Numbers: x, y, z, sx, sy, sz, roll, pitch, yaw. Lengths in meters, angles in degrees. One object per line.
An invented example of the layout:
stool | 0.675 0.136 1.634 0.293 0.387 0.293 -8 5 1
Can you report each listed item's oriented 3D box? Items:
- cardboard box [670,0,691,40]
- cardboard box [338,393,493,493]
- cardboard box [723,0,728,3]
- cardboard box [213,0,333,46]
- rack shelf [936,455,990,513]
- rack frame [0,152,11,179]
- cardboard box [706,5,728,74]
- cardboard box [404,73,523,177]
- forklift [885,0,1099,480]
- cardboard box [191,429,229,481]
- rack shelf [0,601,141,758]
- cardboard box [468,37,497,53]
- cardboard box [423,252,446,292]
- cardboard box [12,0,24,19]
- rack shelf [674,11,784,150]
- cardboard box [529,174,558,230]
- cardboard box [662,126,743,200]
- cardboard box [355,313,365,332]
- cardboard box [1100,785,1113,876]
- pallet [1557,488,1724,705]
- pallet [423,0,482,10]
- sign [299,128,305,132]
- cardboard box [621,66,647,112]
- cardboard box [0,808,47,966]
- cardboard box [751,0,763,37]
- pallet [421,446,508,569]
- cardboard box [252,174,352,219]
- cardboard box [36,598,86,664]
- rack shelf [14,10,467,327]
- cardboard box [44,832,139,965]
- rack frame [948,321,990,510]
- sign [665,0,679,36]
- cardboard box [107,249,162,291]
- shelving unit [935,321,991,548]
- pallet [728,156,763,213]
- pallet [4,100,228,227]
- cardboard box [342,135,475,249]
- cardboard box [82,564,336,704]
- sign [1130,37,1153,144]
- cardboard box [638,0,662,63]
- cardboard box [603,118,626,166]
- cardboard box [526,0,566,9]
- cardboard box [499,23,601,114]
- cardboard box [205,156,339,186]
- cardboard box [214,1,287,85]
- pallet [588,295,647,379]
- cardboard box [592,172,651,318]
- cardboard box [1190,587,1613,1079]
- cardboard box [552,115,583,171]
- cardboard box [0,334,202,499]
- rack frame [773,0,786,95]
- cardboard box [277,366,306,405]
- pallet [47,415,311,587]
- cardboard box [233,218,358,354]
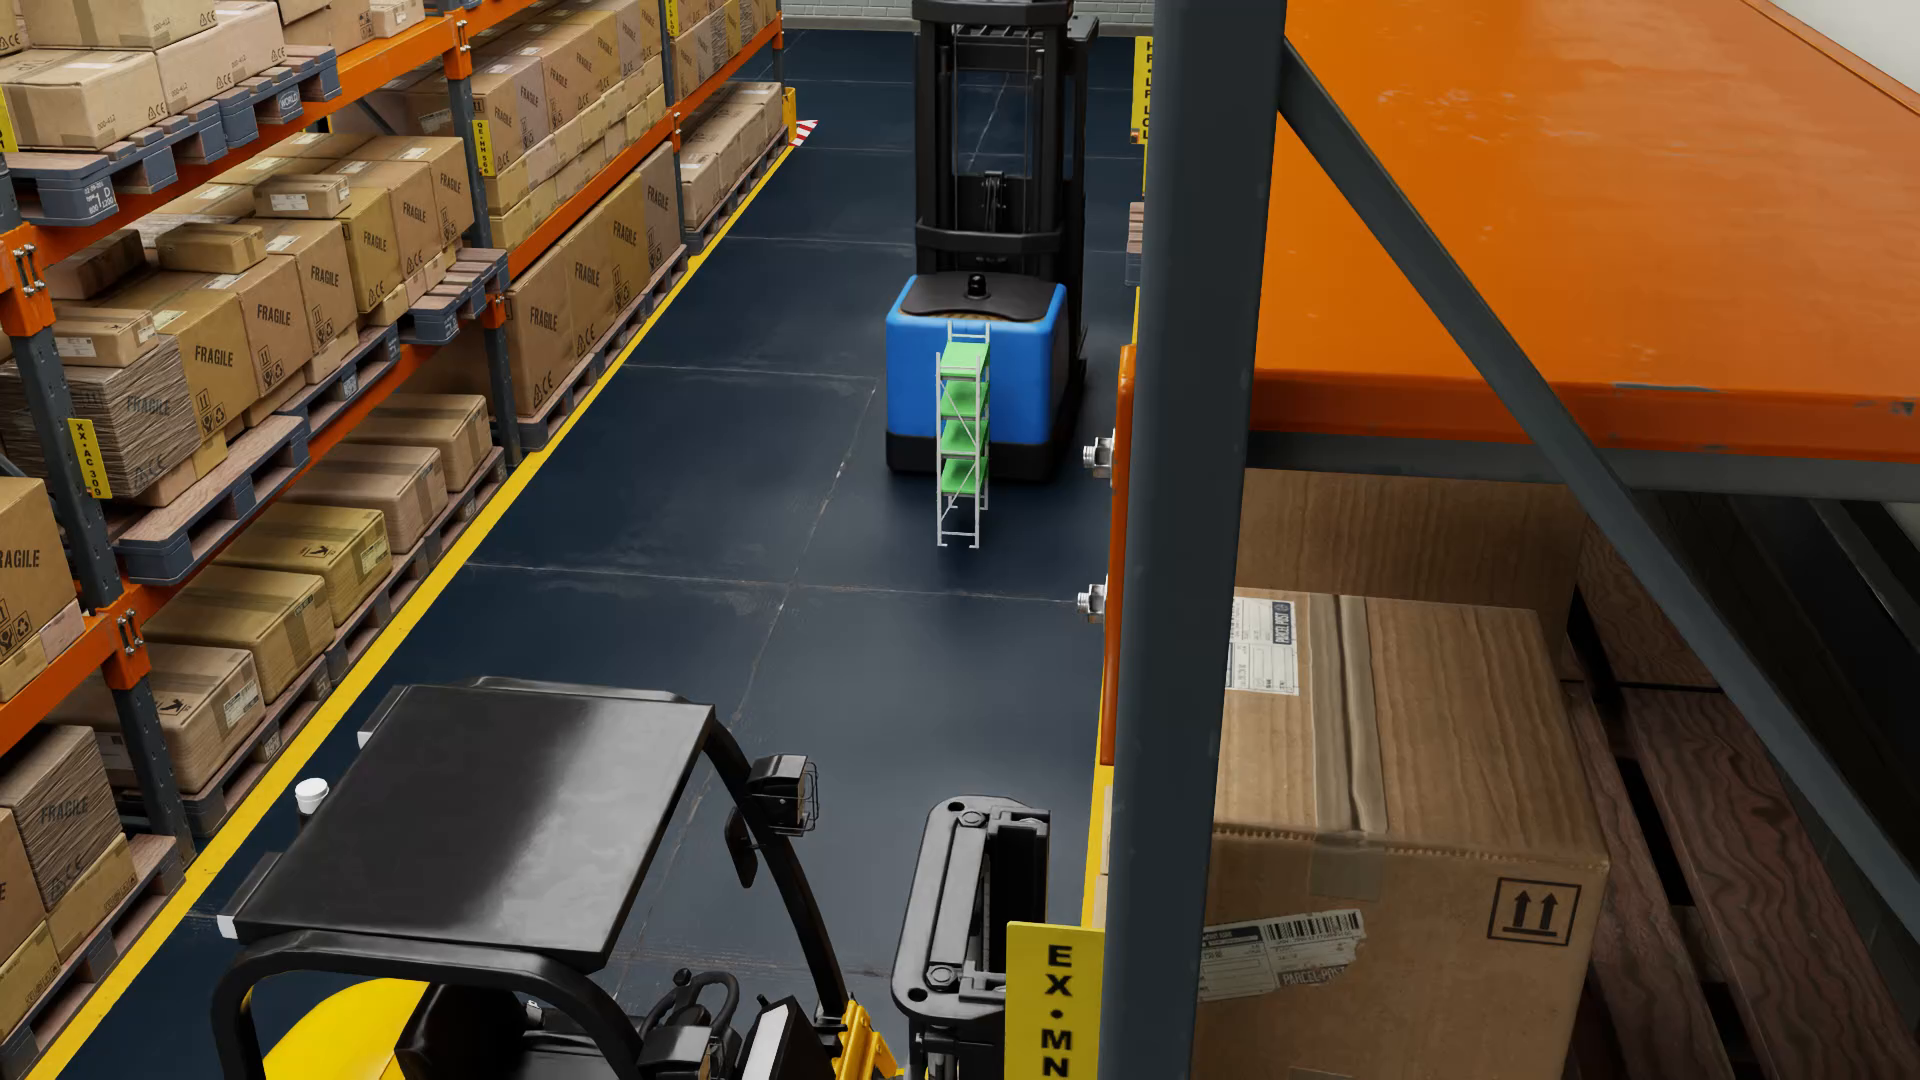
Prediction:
cardboard box | -2.527 -4.410 13.614 0.500 0.500 0.500 4 29 7
cardboard box | -3.395 -0.596 10.021 0.950 0.372 0.625 1 28 3
cardboard box | -2.321 -5.125 14.941 0.500 0.500 0.500 3 28 6
cardboard box | -3.474 -2.479 7.918 0.797 0.503 0.637 3 28 6
rack shelf | 0.020 -0.339 9.754 0.258 0.148 0.480 3 28 6
rack frame | -3.806 -2.591 5.072 1.000 3.000 0.127 3 28 6
cardboard box | -2.375 -4.436 14.716 0.500 0.500 0.500 4 29 7
cardboard box | -3.013 -2.535 10.134 0.500 0.500 0.500 2 28 5
forklift | 0.295 -2.338 11.000 1.130 2.935 3.031 5 29 9
cardboard box | -3.385 -0.383 7.121 0.380 0.149 0.250 4 29 7
rack shelf | -4.051 1.308 4.918 1.077 0.370 4.000 3 28 6
cardboard box | -3.390 -3.051 11.091 0.500 0.500 0.500 3 28 6
cardboard box | -3.070 -1.488 9.171 0.380 0.149 0.250 3 28 6
cardboard box | -3.758 -2.372 7.015 0.500 0.250 0.500 4 29 7
rack shelf | -2.581 -4.341 15.403 1.077 0.370 4.000 3 28 6
cardboard box | -2.961 -2.225 10.876 0.500 0.250 0.500 3 28 5
cardboard box | -2.533 -3.484 15.312 0.875 0.438 0.875 3 28 5
cardboard box | -3.284 -1.128 8.504 0.380 0.149 0.250 4 29 7
cardboard box | 0.750 1.131 5.889 0.500 0.250 0.500 3 28 5
pallet | 0.890 0.031 3.461 1.003 0.211 1.213 3 28 6
pallet | -3.290 -3.377 9.892 1.213 0.211 1.003 5 29 9
sign | -3.867 -2.374 9.772 0.100 0.325 0.005 3 28 6
cardboard box | -2.692 -3.413 12.553 0.500 0.250 0.500 4 29 7
cardboard box | -3.673 1.279 5.879 0.500 0.500 0.500 4 29 7
cardboard box | -2.208 -5.165 16.069 0.500 0.500 0.500 3 28 5
pallet | -3.413 -0.238 9.969 1.003 0.211 1.213 3 28 6
cardboard box | -3.236 -1.692 8.182 0.380 0.149 0.250 2 28 4
cardboard box | -3.543 0.329 6.241 0.380 0.149 0.250 3 28 6
rack shelf | -3.561 -1.895 7.702 1.077 0.370 4.000 3 28 6
cardboard box | -3.612 1.369 6.502 0.500 0.250 0.500 5 29 9
rack frame | 0.050 -0.721 9.823 0.240 1.200 0.015 3 28 6
sign | -2.286 -4.164 13.179 0.100 0.325 0.005 3 28 6
cardboard box | -3.848 -1.017 7.613 0.500 0.500 0.500 4 29 8
shelving unit | 0.020 -0.606 9.610 0.258 1.200 0.503 3 28 6
pallet | -2.508 -3.418 15.871 1.003 0.211 1.213 3 28 6
pallet | -3.625 -1.472 6.356 1.213 0.211 1.003 3 28 6
cardboard box | -3.096 -1.963 9.369 0.500 0.500 0.500 3 28 5
cardboard box | -3.659 0.436 8.106 0.950 0.372 0.625 5 29 9
sign | 0.581 -1.377 5.104 0.100 0.325 0.005 3 28 6
cardboard box | -2.631 -3.975 12.807 0.500 0.500 0.500 4 29 8
cardboard box | -2.775 -2.948 12.218 0.500 0.250 0.500 3 28 5
cardboard box | -3.200 -3.769 12.423 0.500 0.500 0.500 3 28 6
cardboard box | -2.818 -3.249 11.459 0.500 0.500 0.500 4 29 7
cardboard box | -3.657 -1.749 8.972 0.500 0.500 0.500 5 29 9
cardboard box | -3.236 -2.118 7.072 0.500 0.250 0.500 3 28 6
pallet | -2.992 -1.545 12.395 1.003 0.211 1.213 3 28 6
cardboard box | -2.925 -2.243 12.549 0.875 0.875 0.875 4 29 8
cardboard box | 0.443 0.403 2.022 0.500 0.500 0.500 4 29 8
cardboard box | -2.871 -2.688 11.209 0.500 0.250 0.500 3 28 6
cardboard box | -3.464 -0.514 6.680 0.500 0.500 0.500 4 29 7
rack frame | -2.336 -5.599 16.980 1.000 3.000 0.127 3 28 6
cardboard box | -3.321 -0.756 7.813 0.380 0.149 0.250 4 29 7
pallet | -3.568 -0.217 7.193 1.003 0.211 1.213 3 28 6
cardboard box | -3.277 -1.224 7.998 0.500 0.500 0.500 2 28 4
